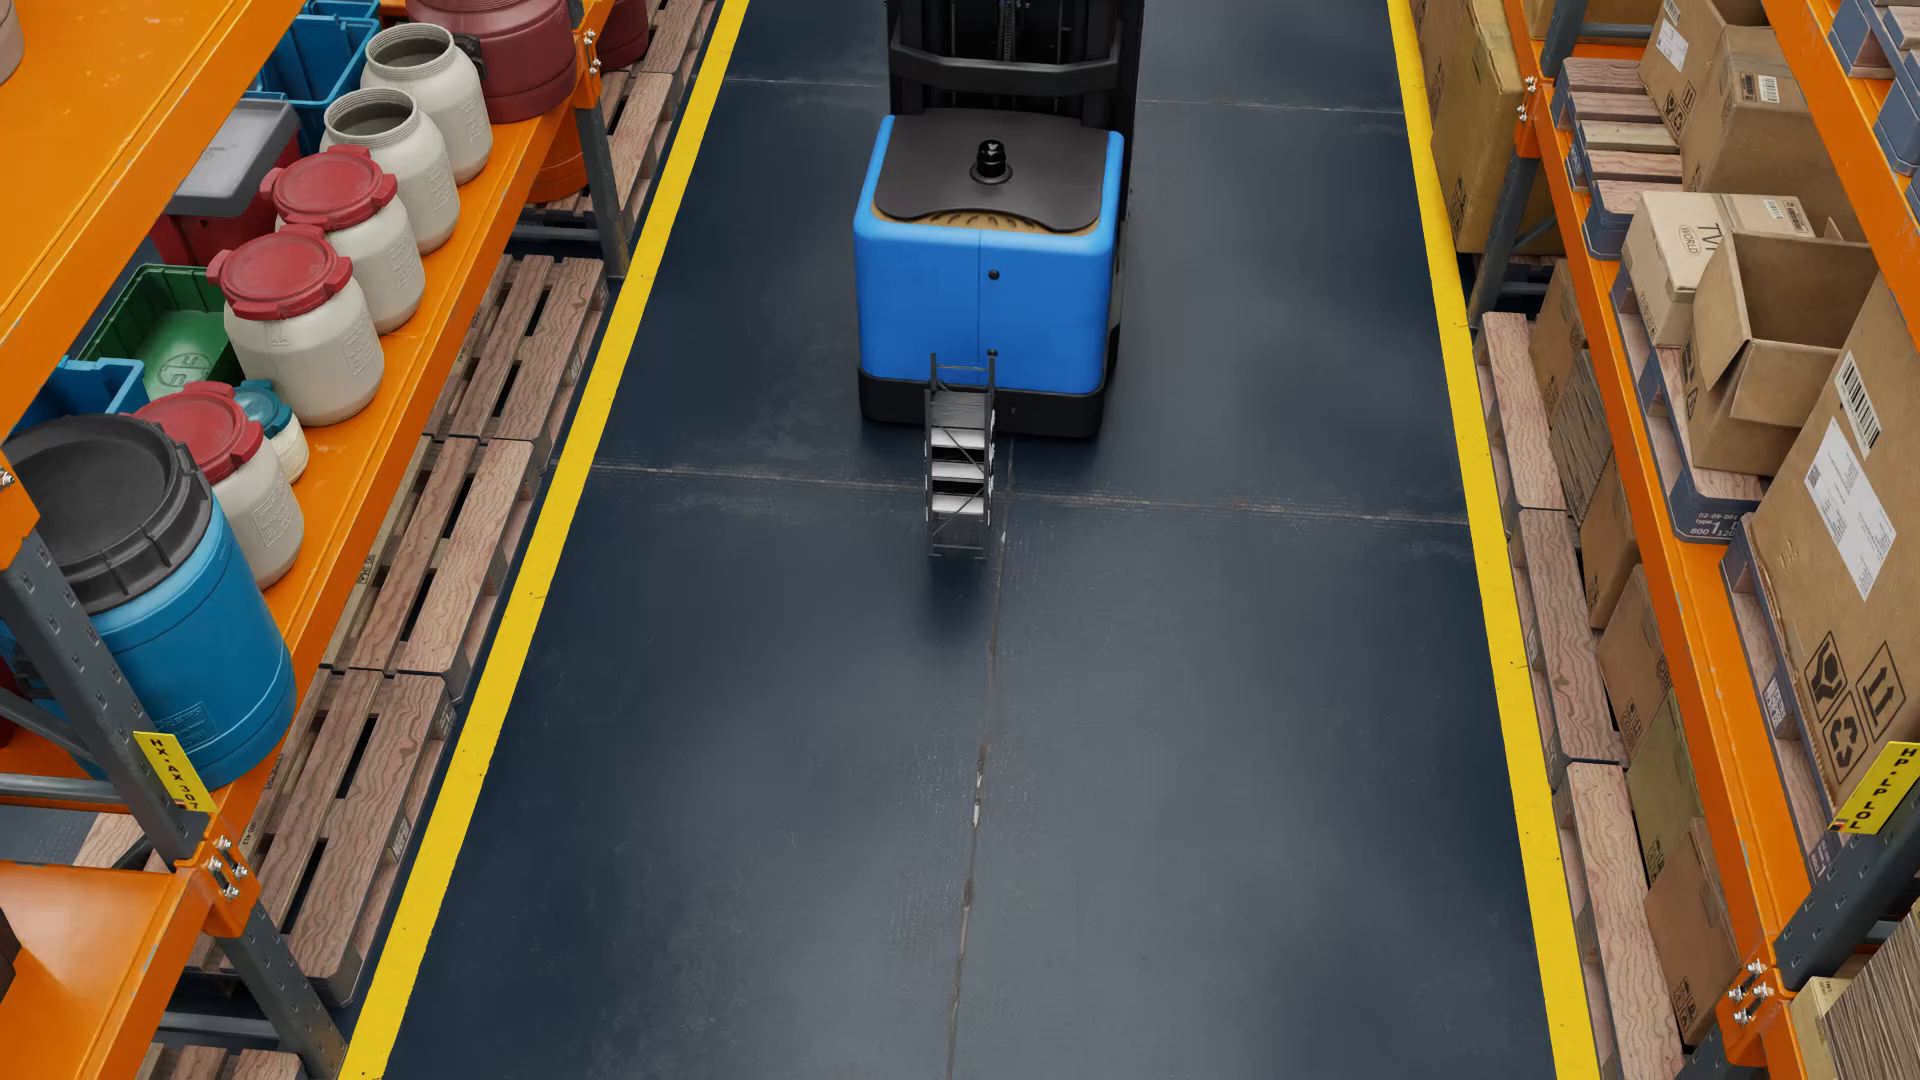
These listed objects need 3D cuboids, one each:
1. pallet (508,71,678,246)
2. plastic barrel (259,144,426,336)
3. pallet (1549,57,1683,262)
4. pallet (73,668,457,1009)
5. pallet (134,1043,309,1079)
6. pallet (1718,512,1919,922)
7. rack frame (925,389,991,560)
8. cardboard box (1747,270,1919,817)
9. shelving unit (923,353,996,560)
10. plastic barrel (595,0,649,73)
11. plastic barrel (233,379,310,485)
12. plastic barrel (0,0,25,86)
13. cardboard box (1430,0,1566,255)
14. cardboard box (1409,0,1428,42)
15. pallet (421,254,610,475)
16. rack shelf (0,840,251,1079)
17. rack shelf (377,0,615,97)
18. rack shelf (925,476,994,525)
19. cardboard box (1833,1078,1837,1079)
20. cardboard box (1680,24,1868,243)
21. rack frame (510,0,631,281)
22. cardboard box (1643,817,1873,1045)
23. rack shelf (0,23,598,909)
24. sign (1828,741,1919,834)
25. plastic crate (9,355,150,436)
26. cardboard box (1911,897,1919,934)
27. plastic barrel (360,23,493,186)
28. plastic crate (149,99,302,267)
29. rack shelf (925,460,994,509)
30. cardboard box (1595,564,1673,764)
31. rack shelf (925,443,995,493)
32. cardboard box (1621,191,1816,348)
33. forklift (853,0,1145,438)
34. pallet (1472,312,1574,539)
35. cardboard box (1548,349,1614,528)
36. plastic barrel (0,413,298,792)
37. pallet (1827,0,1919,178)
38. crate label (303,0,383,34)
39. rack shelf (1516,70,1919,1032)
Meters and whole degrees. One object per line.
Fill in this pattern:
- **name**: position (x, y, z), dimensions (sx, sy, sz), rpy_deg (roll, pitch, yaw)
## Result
- **pallet**: position (-2.054, -1.966, 8.431), dimensions (1.003, 0.211, 1.213), rpy_deg (4, 48, 4)
- **plastic barrel**: position (-2.037, -0.977, 5.545), dimensions (0.433, 0.535, 0.433), rpy_deg (0, 48, 0)
- **pallet**: position (2.889, -1.396, 6.150), dimensions (1.213, 0.211, 1.003), rpy_deg (4, 48, 4)
- **pallet**: position (-2.416, 0.976, 5.740), dimensions (1.003, 0.211, 1.213), rpy_deg (4, 48, 4)
- **pallet**: position (-2.552, 2.046, 4.761), dimensions (1.003, 0.211, 1.213), rpy_deg (4, 48, 4)
- **pallet**: position (2.698, 0.460, 4.452), dimensions (1.003, 0.211, 1.213), rpy_deg (4, 48, 4)
- **rack frame**: position (-0.009, -0.235, 6.381), dimensions (0.240, 0.900, 0.006), rpy_deg (4, 48, 4)
- **cardboard box**: position (2.695, 0.029, 4.026), dimensions (1.000, 1.000, 1.000), rpy_deg (4, 48, 4)
- **shelving unit**: position (0.001, -0.310, 6.449), dimensions (0.258, 0.900, 0.210), rpy_deg (4, 48, 4)
- **plastic barrel**: position (-1.954, -2.843, 8.693), dimensions (0.600, 0.588, 0.708), rpy_deg (4, 48, 4)
- **plastic barrel**: position (-2.176, -0.301, 5.112), dimensions (0.301, 0.262, 0.301), rpy_deg (0, 48, 0)
- **plastic barrel**: position (-2.559, -1.436, 3.684), dimensions (0.600, 0.901, 0.600), rpy_deg (0, 48, 0)
- **cardboard box**: position (2.932, -1.922, 7.657), dimensions (1.225, 0.875, 0.875), rpy_deg (2, 48, 2)
- **cardboard box**: position (3.094, -3.228, 8.850), dimensions (1.225, 0.875, 0.875), rpy_deg (2, 48, 2)
- **pallet**: position (-2.194, -0.817, 7.380), dimensions (1.003, 0.211, 1.213), rpy_deg (4, 48, 4)
- **rack shelf**: position (-2.631, 2.327, 3.103), dimensions (1.077, 0.370, 4.000), rpy_deg (4, 48, 4)
- **rack shelf**: position (-1.902, -3.552, 8.479), dimensions (1.077, 0.370, 4.000), rpy_deg (4, 48, 4)
- **rack shelf**: position (0.001, -0.166, 6.607), dimensions (0.258, 0.077, 0.200), rpy_deg (4, 48, 4)
- **cardboard box**: position (2.129, 1.353, 3.676), dimensions (0.380, 0.149, 0.250), rpy_deg (4, 48, 4)
- **cardboard box**: position (2.887, -1.351, 5.626), dimensions (0.700, 0.500, 0.500), rpy_deg (10, 48, 9)
- **rack frame**: position (-2.084, -2.325, 6.870), dimensions (1.000, 3.000, 0.127), rpy_deg (4, 48, 4)
- **cardboard box**: position (2.561, 1.193, 5.048), dimensions (0.700, 0.500, 0.500), rpy_deg (1, 48, 1)
- **rack shelf**: position (-2.267, -0.613, 5.791), dimensions (1.077, 0.370, 4.000), rpy_deg (4, 48, 4)
- **sign**: position (1.930, 0.522, 3.481), dimensions (0.100, 0.325, 0.005), rpy_deg (4, 48, 4)
- **plastic crate**: position (-2.658, -0.212, 4.948), dimensions (0.392, 0.384, 0.575), rpy_deg (4, 48, 4)
- **cardboard box**: position (2.189, 0.789, 3.074), dimensions (0.500, 0.500, 0.500), rpy_deg (4, 48, 4)
- **plastic barrel**: position (-1.965, -1.592, 6.124), dimensions (0.421, 0.512, 0.421), rpy_deg (0, 48, 0)
- **plastic crate**: position (-2.536, -1.180, 5.779), dimensions (0.402, 0.464, 0.583), rpy_deg (4, 48, 4)
- **rack shelf**: position (0.001, -0.226, 6.540), dimensions (0.258, 0.077, 0.200), rpy_deg (4, 48, 4)
- **cardboard box**: position (2.674, 0.432, 5.743), dimensions (0.700, 0.500, 0.500), rpy_deg (0, 48, 0)
- **rack shelf**: position (0.001, -0.287, 6.474), dimensions (0.258, 0.077, 0.200), rpy_deg (4, 48, 4)
- **cardboard box**: position (2.466, -0.867, 5.353), dimensions (0.500, 0.250, 0.500), rpy_deg (3, 48, 2)
- **forklift**: position (0.265, -2.522, 7.096), dimensions (1.130, 2.935, 3.031), rpy_deg (5, 48, 5)
- **pallet**: position (2.775, -0.477, 7.069), dimensions (1.003, 0.211, 1.213), rpy_deg (4, 48, 4)
- **cardboard box**: position (2.769, -0.395, 6.500), dimensions (0.700, 0.500, 0.500), rpy_deg (0, 48, 0)
- **plastic barrel**: position (-2.112, 0.182, 4.237), dimensions (0.600, 0.901, 0.708), rpy_deg (4, 48, 4)
- **pallet**: position (2.737, -1.210, 3.945), dimensions (1.213, 0.211, 1.003), rpy_deg (4, 48, 4)
- **crate label**: position (-2.496, -1.984, 6.671), dimensions (0.303, 0.233, 0.416), rpy_deg (4, 48, 4)
- **rack shelf**: position (2.666, -0.279, 5.486), dimensions (1.077, 0.370, 4.000), rpy_deg (4, 48, 4)
